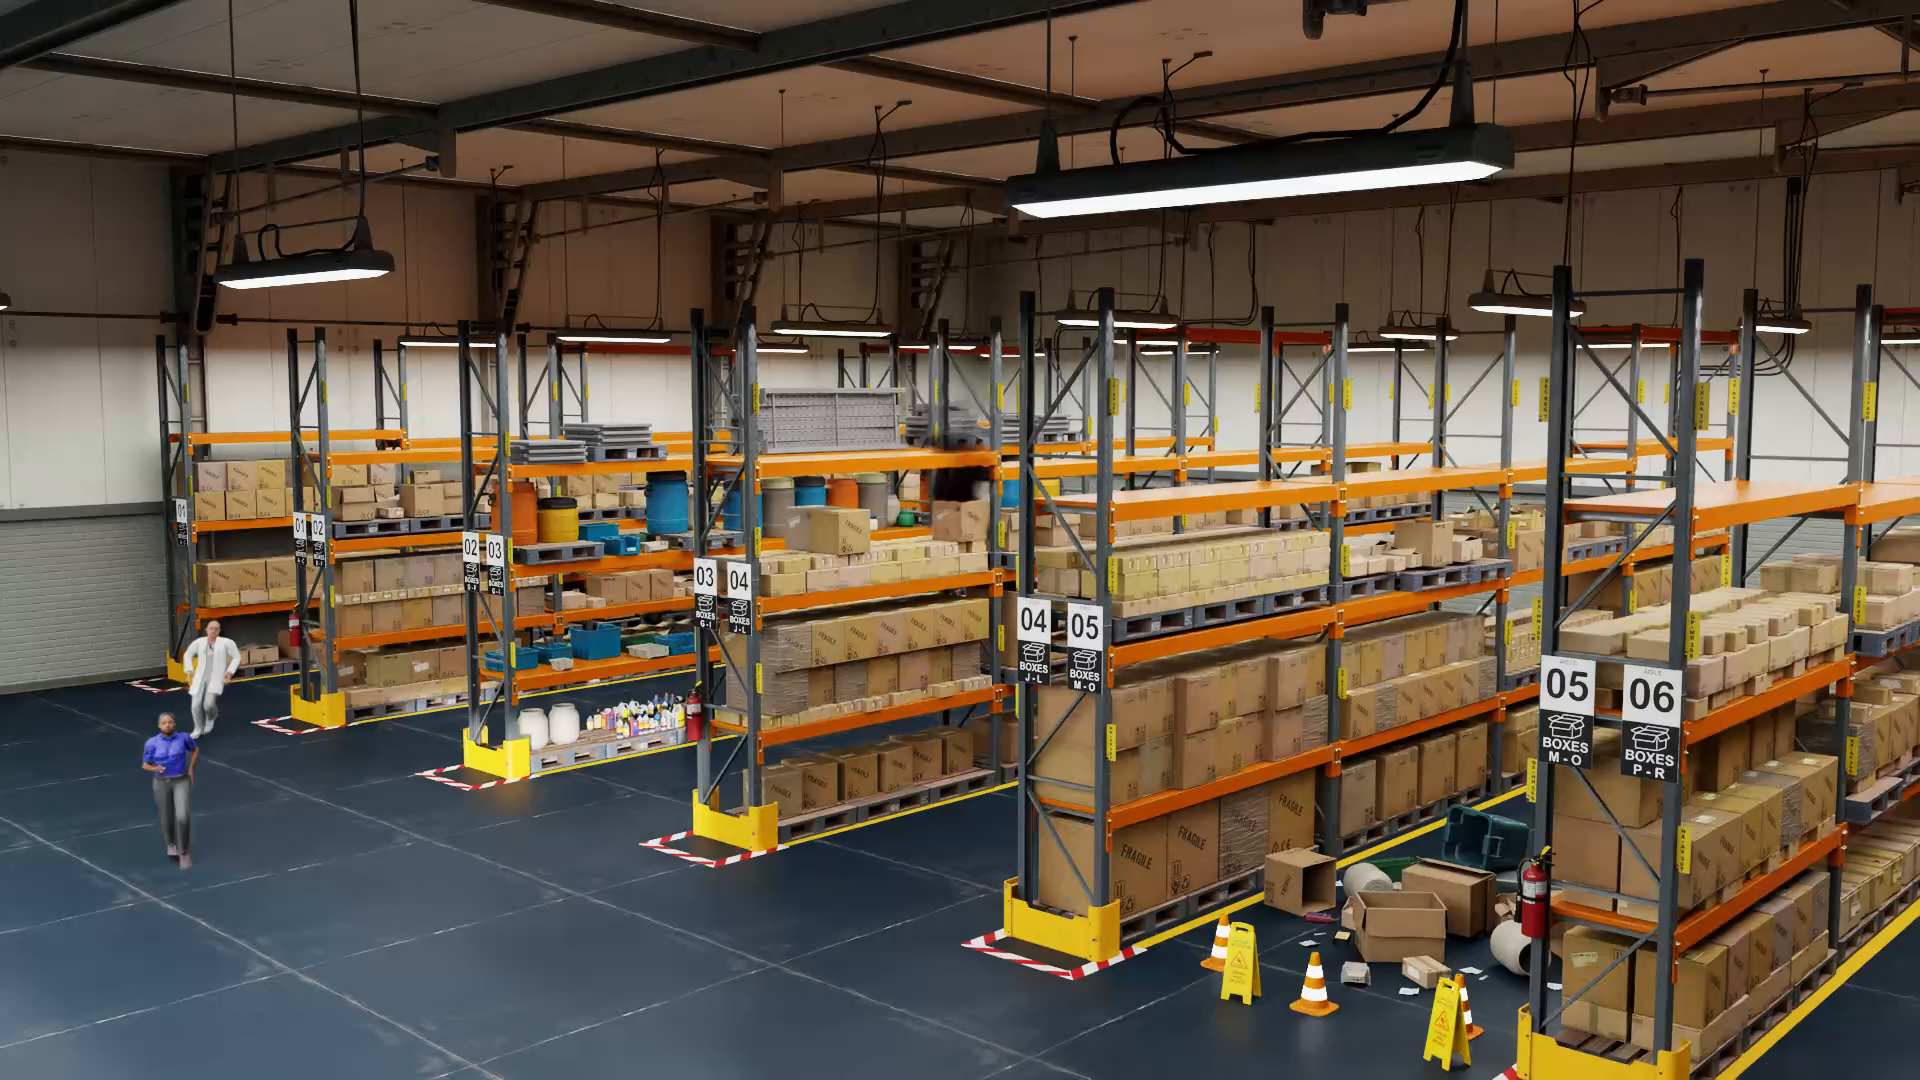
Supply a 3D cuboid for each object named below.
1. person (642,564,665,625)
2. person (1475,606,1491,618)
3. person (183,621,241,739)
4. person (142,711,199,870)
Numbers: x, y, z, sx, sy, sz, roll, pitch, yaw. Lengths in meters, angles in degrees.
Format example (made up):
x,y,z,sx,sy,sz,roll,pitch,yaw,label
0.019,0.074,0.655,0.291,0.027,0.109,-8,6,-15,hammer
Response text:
x,y,z,sx,sy,sz,roll,pitch,yaw,label
-6.066,1.189,33.104,0.700,1.731,0.627,3,6,30,person
8.033,1.908,25.414,0.806,1.828,0.666,-5,7,-42,person
-10.937,2.040,24.271,0.771,1.720,0.560,-1,5,-8,person
-8.453,2.688,17.836,0.554,1.699,0.746,-2,6,-24,person
